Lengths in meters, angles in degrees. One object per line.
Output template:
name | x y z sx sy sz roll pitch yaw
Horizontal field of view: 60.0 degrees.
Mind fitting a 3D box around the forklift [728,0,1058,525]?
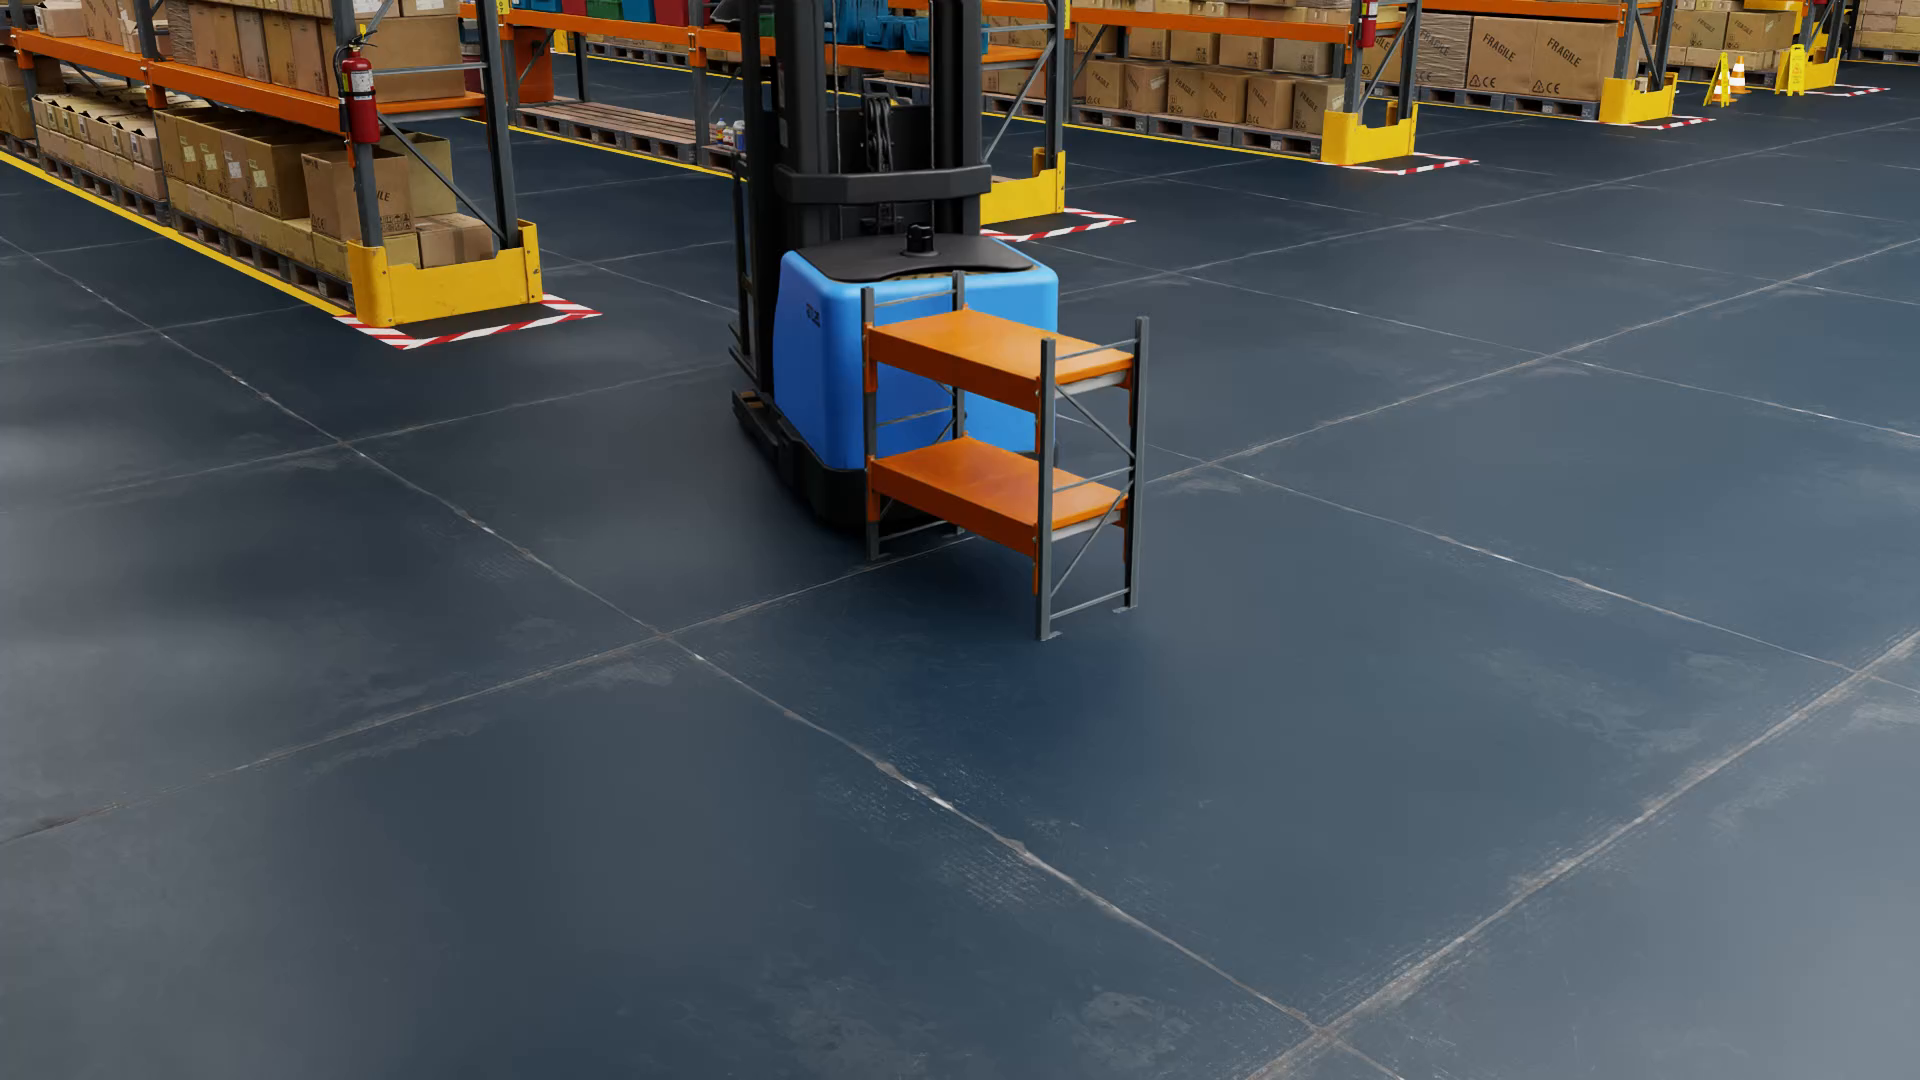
forklift | -0.527 -1.934 7.902 1.130 2.935 3.031 -7 22 -17

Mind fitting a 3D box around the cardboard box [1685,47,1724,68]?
cardboard box | 10.634 -6.839 23.525 0.500 0.250 0.500 -17 27 -37

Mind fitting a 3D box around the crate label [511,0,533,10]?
crate label | -4.793 -6.008 18.439 0.303 0.233 0.416 -17 27 -37

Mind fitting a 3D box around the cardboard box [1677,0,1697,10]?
cardboard box | 10.355 -7.574 23.484 0.380 0.149 0.250 -16 27 -35

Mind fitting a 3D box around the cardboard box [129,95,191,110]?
cardboard box | -7.339 -3.921 15.308 0.500 0.311 0.500 -18 27 -38

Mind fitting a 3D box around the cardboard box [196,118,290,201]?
cardboard box | -5.209 -2.793 12.169 0.500 0.500 0.500 -17 27 -37

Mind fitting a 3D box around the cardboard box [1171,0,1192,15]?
cardboard box | 2.481 -5.706 17.783 0.380 0.149 0.250 -17 27 -37

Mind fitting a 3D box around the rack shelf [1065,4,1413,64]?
rack shelf | 2.885 -5.477 17.842 1.077 0.370 4.000 -17 27 -37

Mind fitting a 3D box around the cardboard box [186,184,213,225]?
cardboard box | -5.532 -2.583 12.661 0.500 0.250 0.500 -17 27 -37

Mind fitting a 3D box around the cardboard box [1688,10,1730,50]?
cardboard box | 10.634 -7.186 23.384 0.500 0.500 0.500 -16 27 -36

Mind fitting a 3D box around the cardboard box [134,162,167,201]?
cardboard box | -6.418 -2.969 13.645 0.500 0.250 0.500 -18 28 -38

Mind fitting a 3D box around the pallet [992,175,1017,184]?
pallet | -0.173 -3.018 14.400 1.003 0.211 1.213 -17 27 -37

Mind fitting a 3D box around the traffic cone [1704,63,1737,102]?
traffic cone | 9.821 -5.891 21.391 0.336 0.463 0.334 -17 27 -37

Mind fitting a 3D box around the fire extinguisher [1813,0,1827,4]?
fire extinguisher | 11.424 -7.442 21.977 0.296 0.674 0.183 -17 27 -37

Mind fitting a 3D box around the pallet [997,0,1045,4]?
pallet | 1.191 -6.521 19.784 1.003 0.211 1.213 -17 27 -37

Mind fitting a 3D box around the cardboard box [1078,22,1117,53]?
cardboard box | 2.164 -7.774 25.571 0.500 0.500 0.500 -18 27 -38

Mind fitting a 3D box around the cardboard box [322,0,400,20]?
cardboard box | -3.711 -3.311 10.299 0.380 0.149 0.250 -18 28 -38

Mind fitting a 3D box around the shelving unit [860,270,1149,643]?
shelving unit | 0.147 -0.355 6.348 0.538 1.125 1.048 -17 27 -37

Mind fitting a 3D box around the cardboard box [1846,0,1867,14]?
cardboard box | 14.244 -8.512 26.427 0.500 0.250 0.500 -17 27 -37

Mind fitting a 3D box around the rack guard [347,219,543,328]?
rack guard | -3.301 -1.732 10.721 1.175 0.500 0.348 -17 27 -37

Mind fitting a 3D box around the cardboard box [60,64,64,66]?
cardboard box | -10.294 -5.052 18.595 0.500 0.500 0.500 -17 27 -37

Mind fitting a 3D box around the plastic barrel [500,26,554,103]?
plastic barrel | -5.116 -5.607 19.587 0.600 0.830 0.708 -17 27 -37

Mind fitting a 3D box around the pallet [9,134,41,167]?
pallet | -8.997 -4.030 16.983 1.003 0.211 1.213 -17 27 -37

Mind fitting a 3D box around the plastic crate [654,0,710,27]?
plastic crate | -2.721 -5.277 16.255 0.402 0.464 0.583 -17 27 -37

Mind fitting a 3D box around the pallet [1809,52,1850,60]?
pallet | 14.133 -8.042 27.226 1.003 0.211 1.213 -17 27 -37

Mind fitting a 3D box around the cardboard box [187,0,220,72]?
cardboard box | -5.284 -3.789 12.408 0.700 0.500 0.500 -18 28 -38

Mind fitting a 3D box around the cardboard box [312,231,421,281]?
cardboard box | -3.891 -1.896 10.906 0.500 0.250 0.500 -17 27 -37

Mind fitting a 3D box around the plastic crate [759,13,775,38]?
plastic crate | -1.501 -4.645 15.021 0.450 0.188 0.662 -17 27 -37

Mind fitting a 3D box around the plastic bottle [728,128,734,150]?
plastic bottle | -2.164 -3.839 15.907 0.097 0.201 0.097 0 21 0

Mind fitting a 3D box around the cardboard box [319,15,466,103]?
cardboard box | -3.612 -3.081 10.601 0.700 0.500 0.500 -17 27 -37

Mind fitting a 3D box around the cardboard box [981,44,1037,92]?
cardboard box | 0.532 -5.871 20.686 0.500 0.500 0.700 20 29 41

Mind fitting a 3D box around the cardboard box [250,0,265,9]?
cardboard box | -4.557 -3.669 11.212 0.380 0.149 0.250 -17 27 -36

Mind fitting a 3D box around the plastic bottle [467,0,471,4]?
plastic bottle | -5.710 -6.395 19.375 0.097 0.271 0.097 0 21 0

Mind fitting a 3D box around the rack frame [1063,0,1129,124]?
rack frame | 1.579 -6.365 19.122 1.000 3.000 0.127 -17 27 -37

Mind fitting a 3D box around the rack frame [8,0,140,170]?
rack frame | -8.539 -5.113 15.925 1.000 3.000 0.127 -17 27 -37

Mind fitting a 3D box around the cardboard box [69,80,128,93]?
cardboard box | -8.619 -4.348 16.796 0.500 0.500 0.500 -16 27 -35

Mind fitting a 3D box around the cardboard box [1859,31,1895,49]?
cardboard box | 14.592 -7.911 26.264 0.500 0.250 0.500 -17 27 -37

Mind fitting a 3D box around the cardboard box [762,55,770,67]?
cardboard box | -2.042 -7.120 23.387 1.225 0.875 0.875 -17 27 -37

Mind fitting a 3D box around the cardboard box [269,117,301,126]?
cardboard box | -4.813 -2.918 12.487 0.500 0.500 0.500 -17 27 -37

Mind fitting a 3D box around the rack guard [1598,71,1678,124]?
rack guard | 8.030 -5.242 19.683 1.175 0.500 0.348 -17 27 -37

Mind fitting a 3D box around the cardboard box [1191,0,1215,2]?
cardboard box | 2.824 -6.002 17.651 0.875 0.500 0.500 -17 27 -37

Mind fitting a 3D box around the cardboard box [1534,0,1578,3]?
cardboard box | 7.362 -6.721 19.825 0.875 0.550 0.550 -17 27 -37

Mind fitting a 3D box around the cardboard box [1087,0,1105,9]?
cardboard box | 1.645 -6.045 18.649 0.380 0.149 0.250 -17 27 -37

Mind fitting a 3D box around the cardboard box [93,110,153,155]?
cardboard box | -7.078 -3.508 14.254 0.500 0.311 0.500 -18 27 -38

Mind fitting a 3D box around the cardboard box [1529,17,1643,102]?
cardboard box | 7.521 -5.791 19.993 0.875 0.875 0.875 -17 27 -37

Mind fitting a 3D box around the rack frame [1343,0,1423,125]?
rack frame | 4.190 -5.260 16.300 1.000 3.000 0.127 -17 27 -37

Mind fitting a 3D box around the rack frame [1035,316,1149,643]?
rack frame | 0.474 -0.213 5.986 0.500 1.125 0.032 -17 27 -37

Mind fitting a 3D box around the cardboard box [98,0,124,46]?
cardboard box | -7.087 -4.554 14.362 0.500 0.500 0.500 -17 27 -37

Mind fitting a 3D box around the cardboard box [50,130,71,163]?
cardboard box | -8.091 -3.675 15.448 0.500 0.250 0.500 -18 28 -39

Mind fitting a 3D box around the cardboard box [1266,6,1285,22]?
cardboard box | 3.332 -5.371 16.929 0.380 0.149 0.250 -17 27 -37

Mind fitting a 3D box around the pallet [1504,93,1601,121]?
pallet | 7.433 -5.317 20.269 1.003 0.211 1.213 -17 27 -37

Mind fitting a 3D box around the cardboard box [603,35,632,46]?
cardboard box | -5.181 -8.477 26.853 0.875 0.875 0.875 -17 27 -37

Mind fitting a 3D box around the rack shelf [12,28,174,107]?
rack shelf | -7.233 -4.225 14.646 1.077 0.370 4.000 -17 27 -37

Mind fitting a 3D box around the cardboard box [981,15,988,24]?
cardboard box | 0.462 -8.492 27.405 0.500 0.500 0.500 -16 27 -35

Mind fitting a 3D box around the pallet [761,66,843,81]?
pallet | -2.281 -6.744 23.914 1.003 0.211 1.213 -17 27 -37

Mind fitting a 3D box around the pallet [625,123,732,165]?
pallet | -2.715 -4.095 17.150 1.003 0.211 1.213 -17 27 -37

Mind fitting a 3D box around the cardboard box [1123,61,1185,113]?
cardboard box | 2.190 -5.120 18.795 0.500 0.500 0.500 -9 23 -21

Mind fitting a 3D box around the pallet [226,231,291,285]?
pallet | -4.640 -2.143 12.165 1.003 0.211 1.213 -17 27 -37
